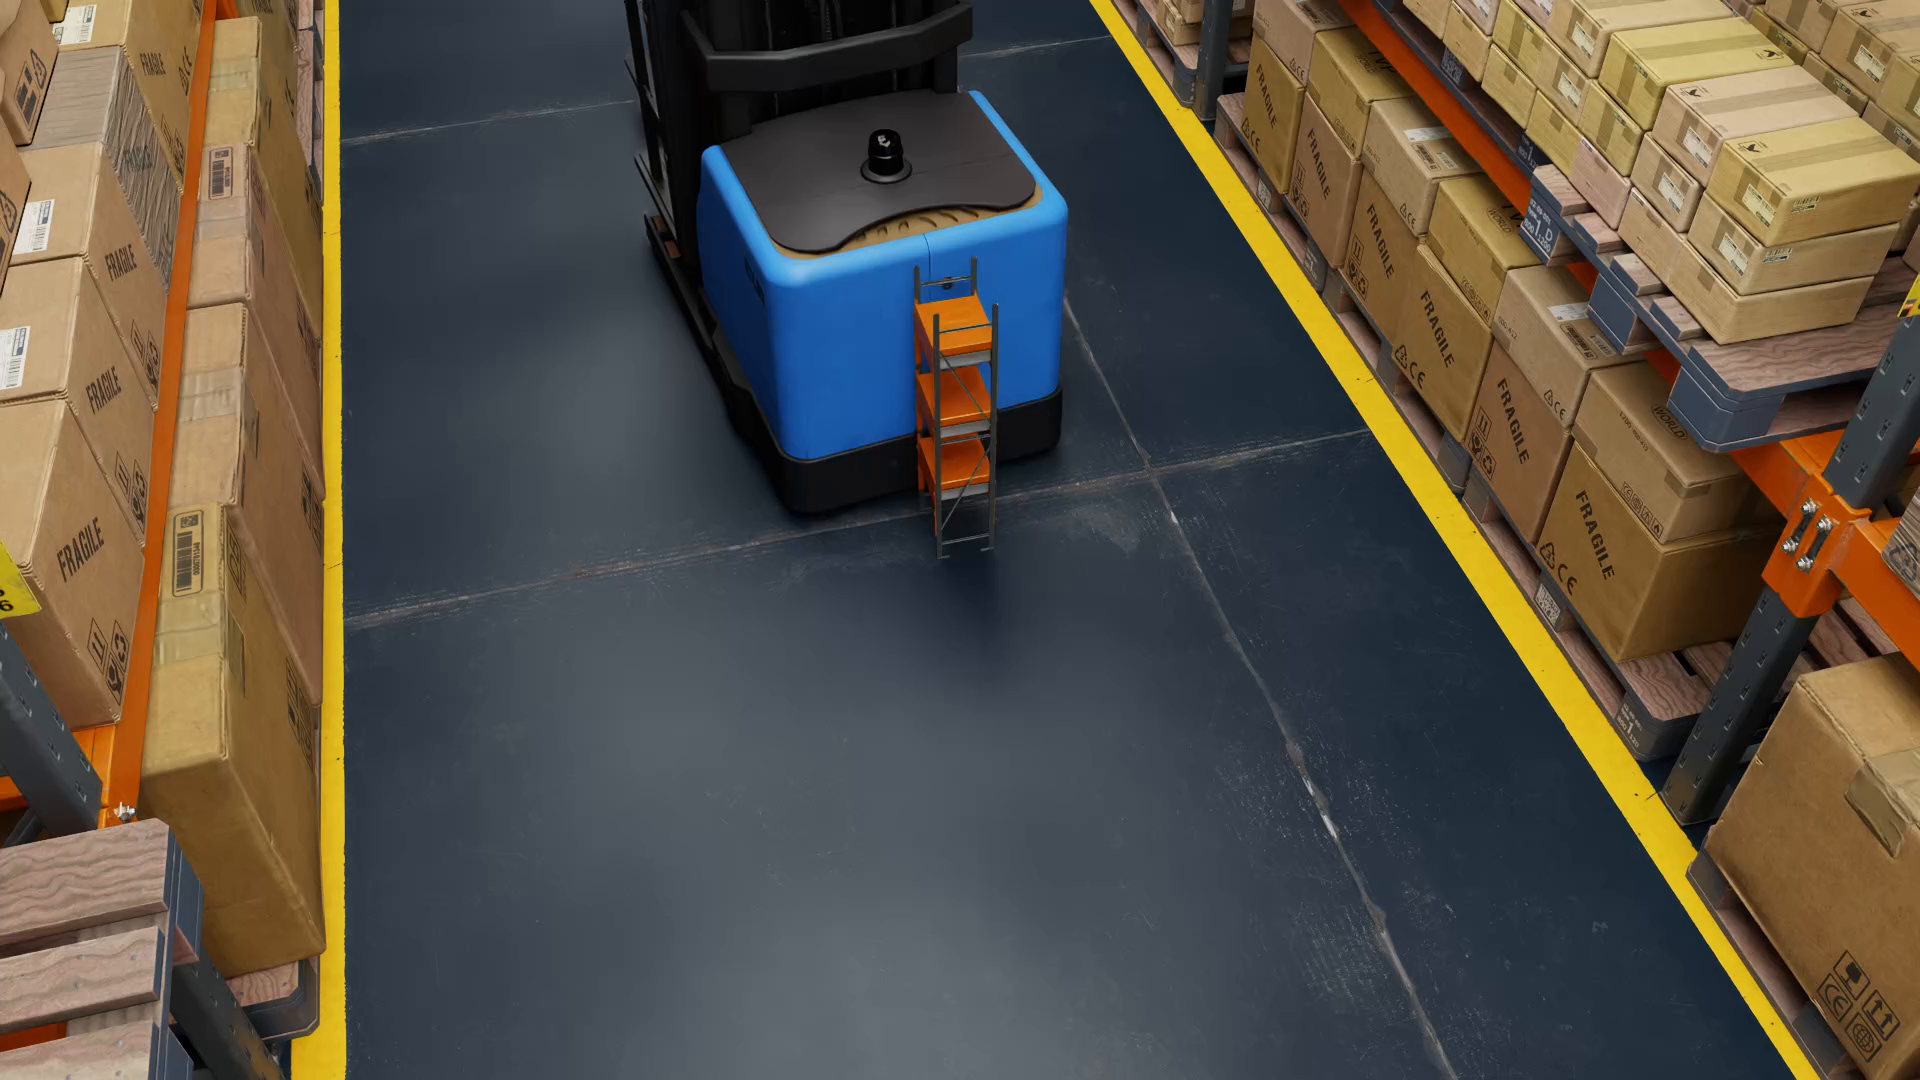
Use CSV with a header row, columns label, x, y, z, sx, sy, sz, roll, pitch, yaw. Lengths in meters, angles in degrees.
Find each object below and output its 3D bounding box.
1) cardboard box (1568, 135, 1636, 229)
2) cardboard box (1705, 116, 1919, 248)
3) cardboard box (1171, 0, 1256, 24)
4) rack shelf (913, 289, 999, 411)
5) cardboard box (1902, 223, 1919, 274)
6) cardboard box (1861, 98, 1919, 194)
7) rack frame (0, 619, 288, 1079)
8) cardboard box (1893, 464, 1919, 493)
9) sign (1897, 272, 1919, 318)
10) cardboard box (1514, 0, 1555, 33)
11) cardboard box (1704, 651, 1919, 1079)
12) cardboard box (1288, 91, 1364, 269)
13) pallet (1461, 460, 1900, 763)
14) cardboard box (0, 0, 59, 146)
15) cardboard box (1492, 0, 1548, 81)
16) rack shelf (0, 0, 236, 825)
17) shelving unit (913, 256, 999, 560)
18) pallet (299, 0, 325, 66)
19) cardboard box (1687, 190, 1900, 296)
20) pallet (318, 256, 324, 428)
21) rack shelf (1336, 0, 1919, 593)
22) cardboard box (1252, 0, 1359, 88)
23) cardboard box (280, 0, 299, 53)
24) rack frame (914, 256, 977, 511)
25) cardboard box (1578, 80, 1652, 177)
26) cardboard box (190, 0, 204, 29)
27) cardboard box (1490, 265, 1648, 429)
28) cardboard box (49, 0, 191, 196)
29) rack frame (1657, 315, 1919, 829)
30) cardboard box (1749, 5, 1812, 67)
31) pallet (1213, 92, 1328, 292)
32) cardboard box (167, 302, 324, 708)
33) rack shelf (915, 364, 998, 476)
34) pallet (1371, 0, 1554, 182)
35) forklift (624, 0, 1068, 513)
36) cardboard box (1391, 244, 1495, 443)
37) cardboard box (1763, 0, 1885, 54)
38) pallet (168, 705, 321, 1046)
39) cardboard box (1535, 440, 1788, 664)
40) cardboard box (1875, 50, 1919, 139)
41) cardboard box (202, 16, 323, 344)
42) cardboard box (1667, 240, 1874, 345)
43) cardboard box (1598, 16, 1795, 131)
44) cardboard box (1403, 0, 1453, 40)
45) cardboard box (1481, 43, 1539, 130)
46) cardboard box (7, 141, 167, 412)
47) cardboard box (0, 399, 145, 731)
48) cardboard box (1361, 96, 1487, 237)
label,x,y,z,sx,sy,sz,roll,pitch,yaw
cardboard box,1.897,-0.996,4.508,0.380,0.149,0.250,-10,46,-10
cardboard box,2.027,-0.853,3.951,0.380,0.149,0.250,-12,47,-12
cardboard box,1.184,-2.505,7.599,0.380,0.149,0.250,-10,46,-10
rack shelf,-0.014,-0.596,5.216,0.215,0.259,0.240,-11,47,-10
cardboard box,2.676,-0.736,4.253,0.380,0.149,0.250,-11,47,-11
cardboard box,2.595,-1.052,4.354,0.380,0.149,0.250,-9,46,-8
rack frame,-2.222,0.505,3.155,0.949,2.616,0.053,-11,47,-10
cardboard box,2.653,-0.386,4.959,0.500,0.250,0.500,-13,47,-12
sign,2.073,-0.603,3.486,0.100,0.325,0.005,-11,47,-10
cardboard box,1.770,-1.559,4.643,0.380,0.149,0.250,-11,47,-10
cardboard box,2.665,0.746,4.200,1.050,0.750,0.750,-11,47,-11
cardboard box,1.641,-1.441,6.518,0.500,0.500,0.500,-9,46,-9
pallet,2.397,0.105,5.499,1.003,0.211,1.213,-11,47,-10
cardboard box,-2.739,-1.300,4.152,0.797,0.503,0.637,-9,46,-9
cardboard box,1.764,-1.463,4.757,0.380,0.149,0.250,-11,47,-11
rack shelf,-2.737,-0.623,4.764,1.077,0.370,4.000,-11,47,-10
shelving unit,-0.014,-0.404,5.411,0.215,1.050,0.252,-11,47,-10
pallet,-3.684,-2.663,8.212,1.003,0.211,1.213,-11,47,-10
cardboard box,2.029,-0.752,4.061,0.380,0.149,0.250,-10,46,-9
pallet,-2.979,-0.761,6.348,1.003,0.211,1.213,-11,47,-10
rack shelf,2.084,-1.460,5.585,1.077,0.370,4.000,-11,47,-10
cardboard box,1.505,-2.069,6.608,0.500,0.250,0.500,-13,47,-12
cardboard box,-3.571,-2.751,7.539,0.875,0.875,0.875,-11,47,-10
rack frame,-0.045,-0.489,5.494,0.200,1.050,0.008,-11,47,-10
cardboard box,1.889,-1.117,4.418,0.380,0.149,0.250,-10,46,-9
cardboard box,-2.865,-2.018,5.557,0.500,0.500,0.500,-11,47,-10
cardboard box,2.027,-0.637,5.205,0.500,0.250,0.500,-10,46,-10
cardboard box,-2.605,-1.315,4.869,0.500,0.500,0.500,-11,47,-11
rack frame,2.596,-0.331,3.974,1.000,3.000,0.127,-11,47,-10
cardboard box,2.458,-1.409,4.705,0.380,0.149,0.250,-11,47,-10
pallet,1.772,-1.580,7.150,1.003,0.211,1.213,-11,47,-10
cardboard box,-2.602,0.005,4.838,1.225,0.875,0.875,-11,47,-10
rack shelf,-0.014,-0.397,5.419,0.215,0.259,0.240,-11,47,-10
pallet,2.049,-1.623,5.375,1.003,0.211,1.213,-11,47,-10
forklift,-0.656,-2.188,5.842,1.130,2.935,3.031,-16,48,-15
cardboard box,1.894,-0.731,5.822,0.500,0.500,0.500,-13,47,-12
cardboard box,2.467,-1.491,4.576,0.380,0.149,0.250,-13,47,-12
pallet,-2.354,0.924,4.697,1.003,0.211,1.213,-11,47,-10
cardboard box,2.174,-0.010,5.116,0.500,0.500,0.500,-11,47,-11
cardboard box,2.593,-1.138,4.230,0.380,0.149,0.250,-12,47,-11
cardboard box,-3.066,-1.221,6.040,1.225,0.875,0.875,-11,47,-10
cardboard box,2.025,-0.647,4.166,0.380,0.149,0.250,-10,46,-10
cardboard box,1.898,-1.208,4.299,0.380,0.149,0.250,-9,46,-9
cardboard box,1.629,-1.721,5.218,0.380,0.149,0.250,-13,47,-12
cardboard box,1.766,-1.354,4.859,0.380,0.149,0.250,-13,47,-12
cardboard box,-2.355,-0.623,4.190,0.500,0.500,0.500,-11,47,-11
cardboard box,-2.086,0.086,3.496,0.500,0.500,0.500,-9,46,-9
cardboard box,1.770,-1.349,5.903,0.500,0.250,0.500,-9,46,-9
